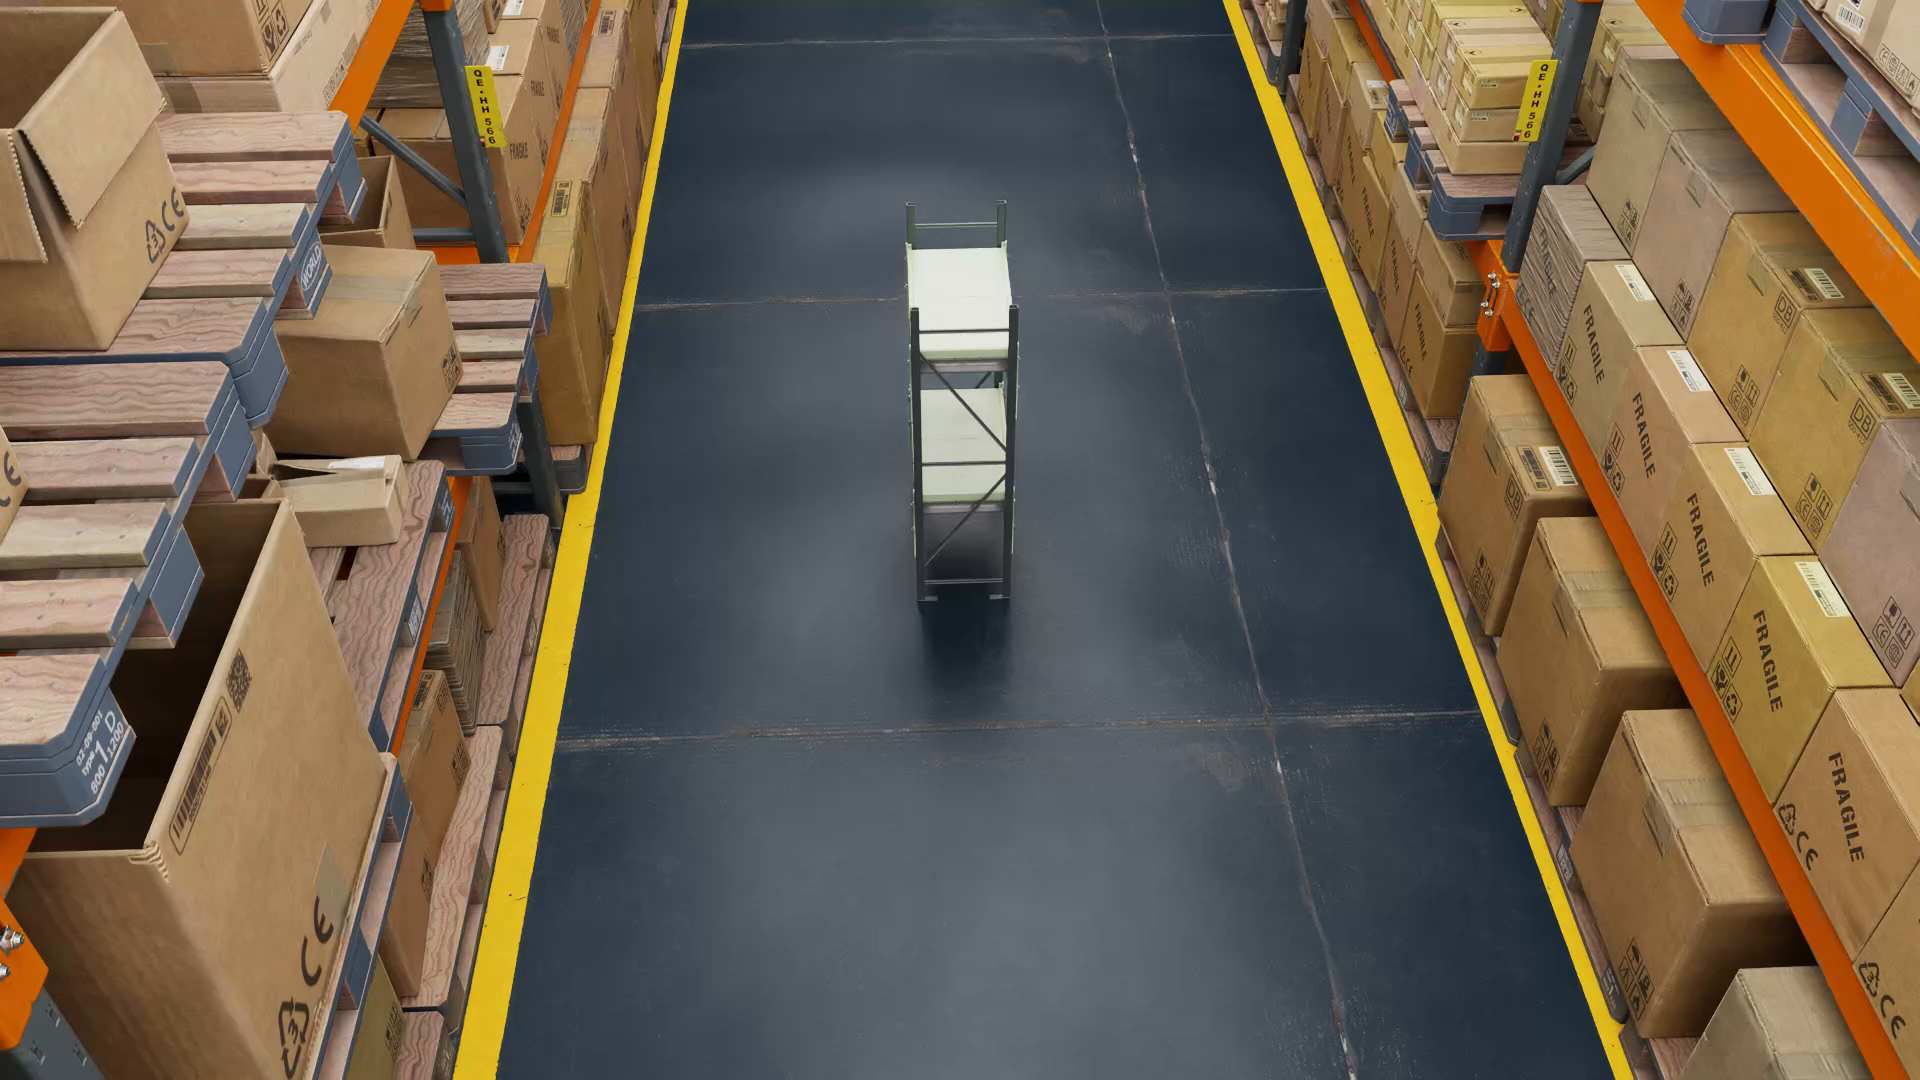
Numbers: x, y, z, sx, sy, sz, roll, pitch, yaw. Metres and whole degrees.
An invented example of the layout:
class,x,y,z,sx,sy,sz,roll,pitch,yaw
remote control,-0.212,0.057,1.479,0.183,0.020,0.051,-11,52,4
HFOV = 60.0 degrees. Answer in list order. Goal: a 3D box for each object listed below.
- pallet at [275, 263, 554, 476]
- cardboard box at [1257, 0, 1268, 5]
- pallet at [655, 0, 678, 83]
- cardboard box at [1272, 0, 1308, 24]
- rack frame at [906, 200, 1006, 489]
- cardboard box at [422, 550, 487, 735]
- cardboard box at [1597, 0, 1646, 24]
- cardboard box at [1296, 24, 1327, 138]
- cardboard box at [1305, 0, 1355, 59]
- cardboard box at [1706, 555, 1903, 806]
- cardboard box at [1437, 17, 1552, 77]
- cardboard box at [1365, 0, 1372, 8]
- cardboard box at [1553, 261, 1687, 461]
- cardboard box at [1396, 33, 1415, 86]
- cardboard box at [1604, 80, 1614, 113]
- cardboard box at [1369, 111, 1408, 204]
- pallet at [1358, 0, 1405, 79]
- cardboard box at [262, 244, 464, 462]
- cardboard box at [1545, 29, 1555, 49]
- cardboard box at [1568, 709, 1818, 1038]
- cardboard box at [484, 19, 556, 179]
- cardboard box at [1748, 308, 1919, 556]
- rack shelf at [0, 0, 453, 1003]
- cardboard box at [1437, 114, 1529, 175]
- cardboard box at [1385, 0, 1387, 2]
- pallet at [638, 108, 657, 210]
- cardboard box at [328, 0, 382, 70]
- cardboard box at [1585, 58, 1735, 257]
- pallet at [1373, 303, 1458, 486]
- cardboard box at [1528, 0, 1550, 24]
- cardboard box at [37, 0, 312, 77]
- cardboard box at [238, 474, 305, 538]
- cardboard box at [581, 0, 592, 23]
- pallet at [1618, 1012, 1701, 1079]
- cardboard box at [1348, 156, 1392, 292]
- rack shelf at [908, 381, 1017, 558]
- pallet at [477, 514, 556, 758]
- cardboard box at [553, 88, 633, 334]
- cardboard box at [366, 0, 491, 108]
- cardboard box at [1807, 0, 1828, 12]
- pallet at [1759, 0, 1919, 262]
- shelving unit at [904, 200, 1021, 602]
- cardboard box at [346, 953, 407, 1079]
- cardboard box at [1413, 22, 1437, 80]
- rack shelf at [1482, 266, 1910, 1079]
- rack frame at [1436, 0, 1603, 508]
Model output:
class,x,y,z,sx,sy,sz,roll,pitch,yaw
pallet,-2.151,-0.624,6.002,1.213,0.211,1.003,-2,43,-2
cardboard box,2.142,-3.660,10.972,0.380,0.149,0.250,-3,43,-3
pallet,-2.412,-3.360,10.910,1.003,0.211,1.213,-2,43,-2
cardboard box,2.171,-3.364,10.429,0.380,0.149,0.250,-1,43,-1
rack frame,-0.015,-0.795,7.158,0.400,1.500,0.023,-2,43,-2
cardboard box,-2.203,0.413,6.254,0.700,0.500,0.500,-5,43,-5
cardboard box,2.826,-2.193,7.007,0.380,0.149,0.250,-2,43,-2
cardboard box,2.268,-2.674,9.636,0.500,0.500,0.500,0,43,0
cardboard box,2.269,-2.950,9.383,0.500,0.250,0.500,-3,43,-4
cardboard box,2.509,0.390,4.680,0.500,0.500,0.500,-1,43,-1
cardboard box,2.184,-2.015,6.813,0.380,0.149,0.250,-2,43,-2
cardboard box,2.127,-2.678,7.977,0.380,0.149,0.250,-3,43,-4
cardboard box,2.445,-0.629,5.792,0.500,0.500,0.500,-2,43,-2
cardboard box,2.164,-2.138,7.388,0.380,0.149,0.250,-2,43,-2
cardboard box,2.852,-1.750,6.744,0.380,0.149,0.250,0,43,0
cardboard box,2.342,-1.895,8.231,0.500,0.250,0.500,-1,43,-1
pallet,2.547,-2.511,8.061,1.003,0.211,1.213,-2,43,-2
cardboard box,-2.102,-0.627,5.479,0.700,0.500,0.500,4,43,5
cardboard box,2.818,-2.162,7.414,0.380,0.149,0.250,0,43,0
cardboard box,2.688,1.061,5.377,1.050,0.750,0.750,-2,43,-2
cardboard box,-2.061,-1.893,7.171,0.500,0.500,0.500,-3,43,-3
cardboard box,2.750,-0.316,4.710,0.700,0.500,0.500,-2,43,-2
rack shelf,-2.203,-0.663,4.215,1.077,0.370,4.000,-2,43,-2
cardboard box,2.191,-1.629,6.832,0.380,0.149,0.250,-1,43,-1
cardboard box,2.139,-2.610,7.682,0.380,0.149,0.250,-1,43,-1
pallet,-2.350,-2.326,9.781,1.003,0.211,1.213,-2,43,-2
cardboard box,-1.988,-1.574,4.788,0.500,0.250,0.500,-2,43,-2
cardboard box,2.681,-1.349,5.837,0.700,0.500,0.500,-2,43,-2
pallet,2.640,-0.746,8.057,1.003,0.211,1.213,-2,43,-2
cardboard box,2.803,-2.452,7.510,0.380,0.149,0.250,-2,43,-2
cardboard box,-1.980,-1.504,4.157,0.500,0.500,0.500,-1,43,-1
cardboard box,-2.284,0.168,4.610,0.797,0.503,0.637,2,43,3
cardboard box,-2.122,-2.915,8.286,0.500,0.500,0.500,-2,43,-2
pallet,2.733,1.963,5.102,1.003,0.211,1.213,-2,43,-2
cardboard box,2.325,-1.624,8.490,0.500,0.500,0.500,-3,43,-4
rack shelf,0.000,-0.308,7.108,0.431,0.370,0.720,-2,43,-2
pallet,-2.256,0.383,6.825,1.003,0.211,1.213,-2,43,-2
cardboard box,-2.327,-1.612,8.200,1.225,0.875,0.875,-2,43,-2
cardboard box,-2.303,-2.073,6.625,0.797,0.503,0.637,0,43,0
cardboard box,2.504,-1.655,4.492,0.500,0.250,0.500,-1,43,-1
pallet,2.802,-1.095,4.294,1.003,0.211,1.213,0,43,0
shelving unit,0.000,-0.548,6.888,0.431,1.500,0.755,-2,43,-2
cardboard box,-2.124,1.550,5.013,0.700,0.500,0.500,-2,43,-2
cardboard box,2.169,-2.096,7.122,0.380,0.149,0.250,-1,43,-1
rack shelf,2.757,0.369,5.310,1.077,0.370,4.000,-2,43,-2
rack frame,2.672,-1.246,6.540,1.000,3.000,0.127,-2,43,-2
